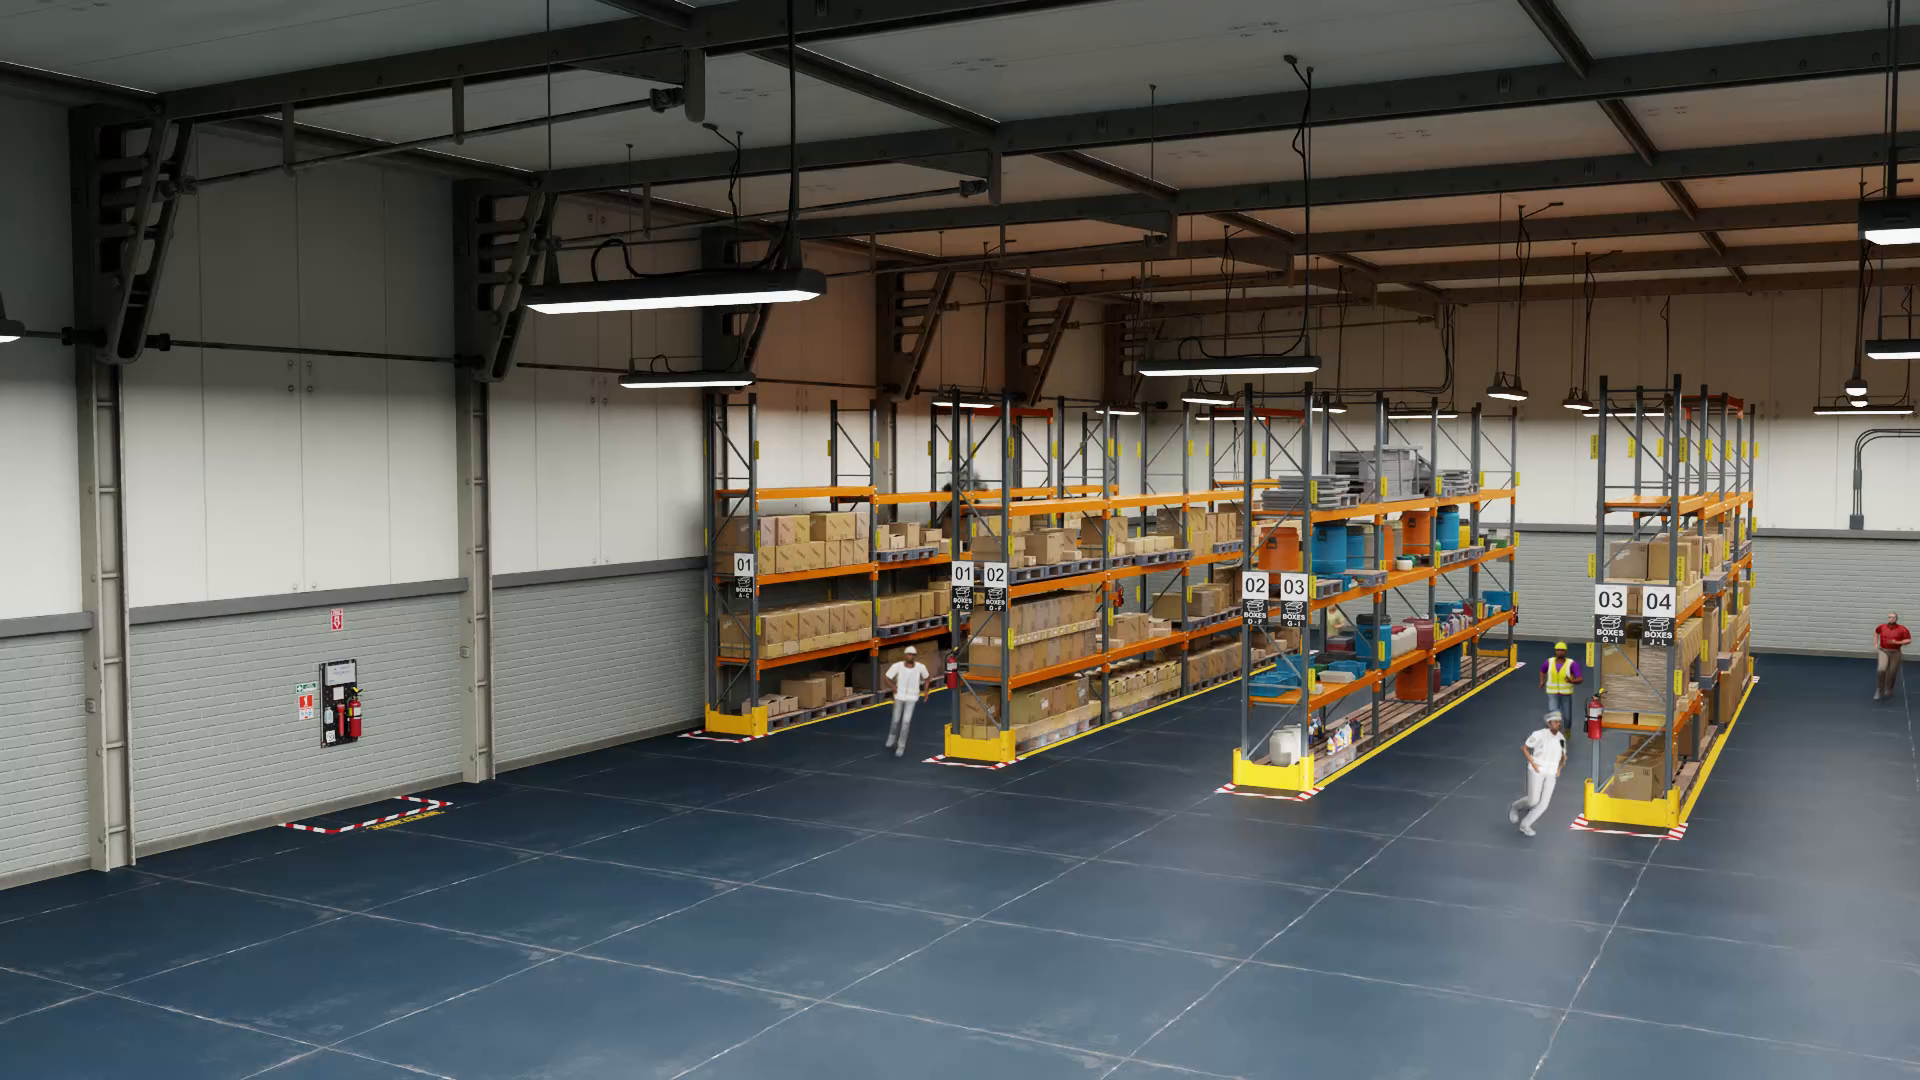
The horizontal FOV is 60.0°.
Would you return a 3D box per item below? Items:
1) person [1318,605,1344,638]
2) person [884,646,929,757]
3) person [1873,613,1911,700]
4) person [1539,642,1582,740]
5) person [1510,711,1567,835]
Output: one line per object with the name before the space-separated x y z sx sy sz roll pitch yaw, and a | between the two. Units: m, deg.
person | 8.278 2.164 37.160 0.588 1.644 0.895 1 3 19
person | -0.885 2.632 27.480 0.758 1.756 0.953 0 3 -1
person | 18.742 2.342 33.443 0.648 1.774 0.725 2 4 32
person | 10.117 2.595 28.044 0.710 1.745 0.968 1 3 25
person | 7.621 3.025 21.787 0.651 1.609 0.578 0 3 -7
